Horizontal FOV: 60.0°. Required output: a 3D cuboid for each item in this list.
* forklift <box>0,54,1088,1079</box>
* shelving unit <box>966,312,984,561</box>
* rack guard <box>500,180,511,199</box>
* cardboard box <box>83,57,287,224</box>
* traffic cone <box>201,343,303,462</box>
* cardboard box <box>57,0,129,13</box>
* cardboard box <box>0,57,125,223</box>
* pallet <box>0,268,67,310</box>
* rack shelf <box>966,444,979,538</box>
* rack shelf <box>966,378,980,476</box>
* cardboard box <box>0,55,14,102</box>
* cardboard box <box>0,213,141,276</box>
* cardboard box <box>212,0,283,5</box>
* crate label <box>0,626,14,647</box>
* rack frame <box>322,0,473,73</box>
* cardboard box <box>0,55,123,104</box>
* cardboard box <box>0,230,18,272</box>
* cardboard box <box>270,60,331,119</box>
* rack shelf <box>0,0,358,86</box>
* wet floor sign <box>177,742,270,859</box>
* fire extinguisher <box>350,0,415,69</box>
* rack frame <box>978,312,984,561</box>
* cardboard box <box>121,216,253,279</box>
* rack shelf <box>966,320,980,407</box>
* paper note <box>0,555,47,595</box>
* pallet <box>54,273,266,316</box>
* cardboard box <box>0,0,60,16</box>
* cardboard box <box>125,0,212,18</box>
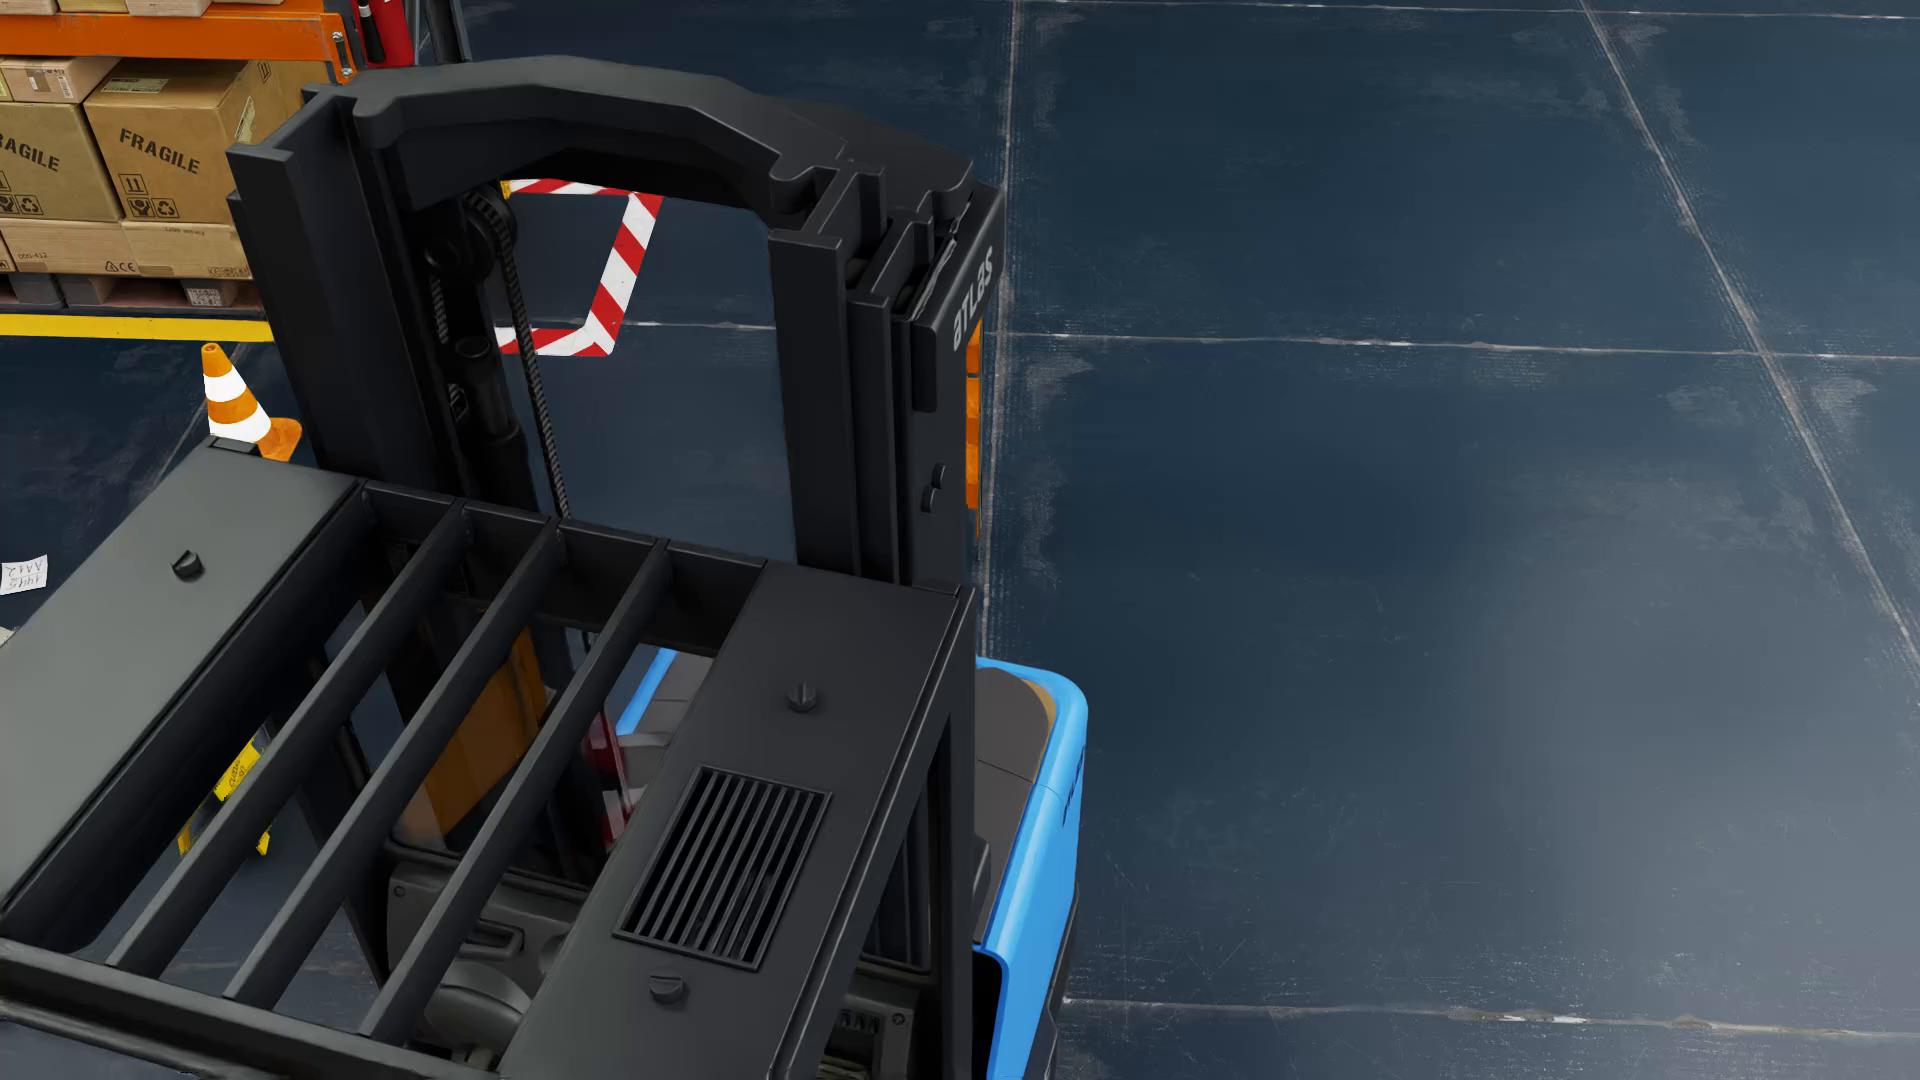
[{"bbox_3d":[-0.584,0.908,2.625,1.130,2.935,3.031,11,44,12],"label":"forklift"},{"bbox_3d":[-0.053,-0.386,5.394,0.252,1.050,0.215,2,43,2],"label":"shelving unit"},{"bbox_3d":[-2.198,-1.385,6.870,0.348,0.500,1.175,2,43,2],"label":"rack guard"},{"bbox_3d":[-2.934,-1.567,6.390,0.500,0.500,0.500,2,43,2],"label":"cardboard box"},{"bbox_3d":[-2.610,-0.504,5.952,0.334,0.463,0.336,2,43,2],"label":"traffic cone"},{"bbox_3d":[-3.019,-2.026,5.909,0.250,0.149,0.380,1,43,1],"label":"cardboard box"},{"bbox_3d":[-3.456,-1.580,6.405,0.500,0.500,0.500,3,43,3],"label":"cardboard box"},{"bbox_3d":[-4.224,-1.368,7.064,1.213,0.211,1.003,2,43,2],"label":"pallet"},{"bbox_3d":[-0.053,-0.175,5.591,0.240,0.259,0.215,2,43,2],"label":"rack shelf"},{"bbox_3d":[-0.053,-0.378,5.401,0.240,0.259,0.215,2,43,2],"label":"rack shelf"},{"bbox_3d":[-3.555,-1.779,6.143,0.250,0.149,0.380,2,43,3],"label":"cardboard box"},{"bbox_3d":[-3.459,-1.308,6.663,0.500,0.250,0.500,2,43,2],"label":"cardboard box"},{"bbox_3d":[-2.506,-2.072,5.957,0.250,0.149,0.380,3,43,3],"label":"cardboard box"},{"bbox_3d":[-3.108,0.399,5.221,0.298,0.136,0.250,-19,46,-20],"label":"crate label"},{"bbox_3d":[-2.122,-2.298,6.016,0.127,3.000,1.000,2,43,2],"label":"rack frame"},{"bbox_3d":[-3.304,-1.770,6.132,0.250,0.149,0.380,3,43,3],"label":"cardboard box"},{"bbox_3d":[-3.982,-1.320,6.676,0.500,0.250,0.500,0,43,0],"label":"cardboard box"},{"bbox_3d":[-2.939,-1.933,6.783,0.500,0.500,0.500,0,43,0],"label":"cardboard box"},{"bbox_3d":[-4.120,-2.096,6.327,4.000,0.370,1.077,2,43,2],"label":"rack shelf"},{"bbox_3d":[-2.126,0.590,4.643,0.232,0.644,0.267,-5,43,-5],"label":"wet floor sign"},{"bbox_3d":[-2.029,-1.952,5.702,0.183,0.674,0.296,2,43,2],"label":"fire extinguisher"},{"bbox_3d":[0.068,-0.382,5.390,0.008,1.050,0.200,2,43,2],"label":"rack frame"},{"bbox_3d":[-2.966,-1.288,6.641,0.500,0.250,0.500,2,43,2],"label":"cardboard box"},{"bbox_3d":[-0.053,-0.586,5.208,0.240,0.259,0.215,2,43,2],"label":"rack shelf"},{"bbox_3d":[-3.156,0.115,5.604,0.142,0.019,0.148,-12,44,-13],"label":"paper note"},{"bbox_3d":[-3.008,-1.329,7.021,1.213,0.211,1.003,2,43,2],"label":"pallet"},{"bbox_3d":[-3.277,-2.014,5.895,0.250,0.149,0.380,2,43,3],"label":"cardboard box"},{"bbox_3d":[-2.764,-2.004,5.885,0.250,0.149,0.380,1,43,1],"label":"cardboard box"}]
